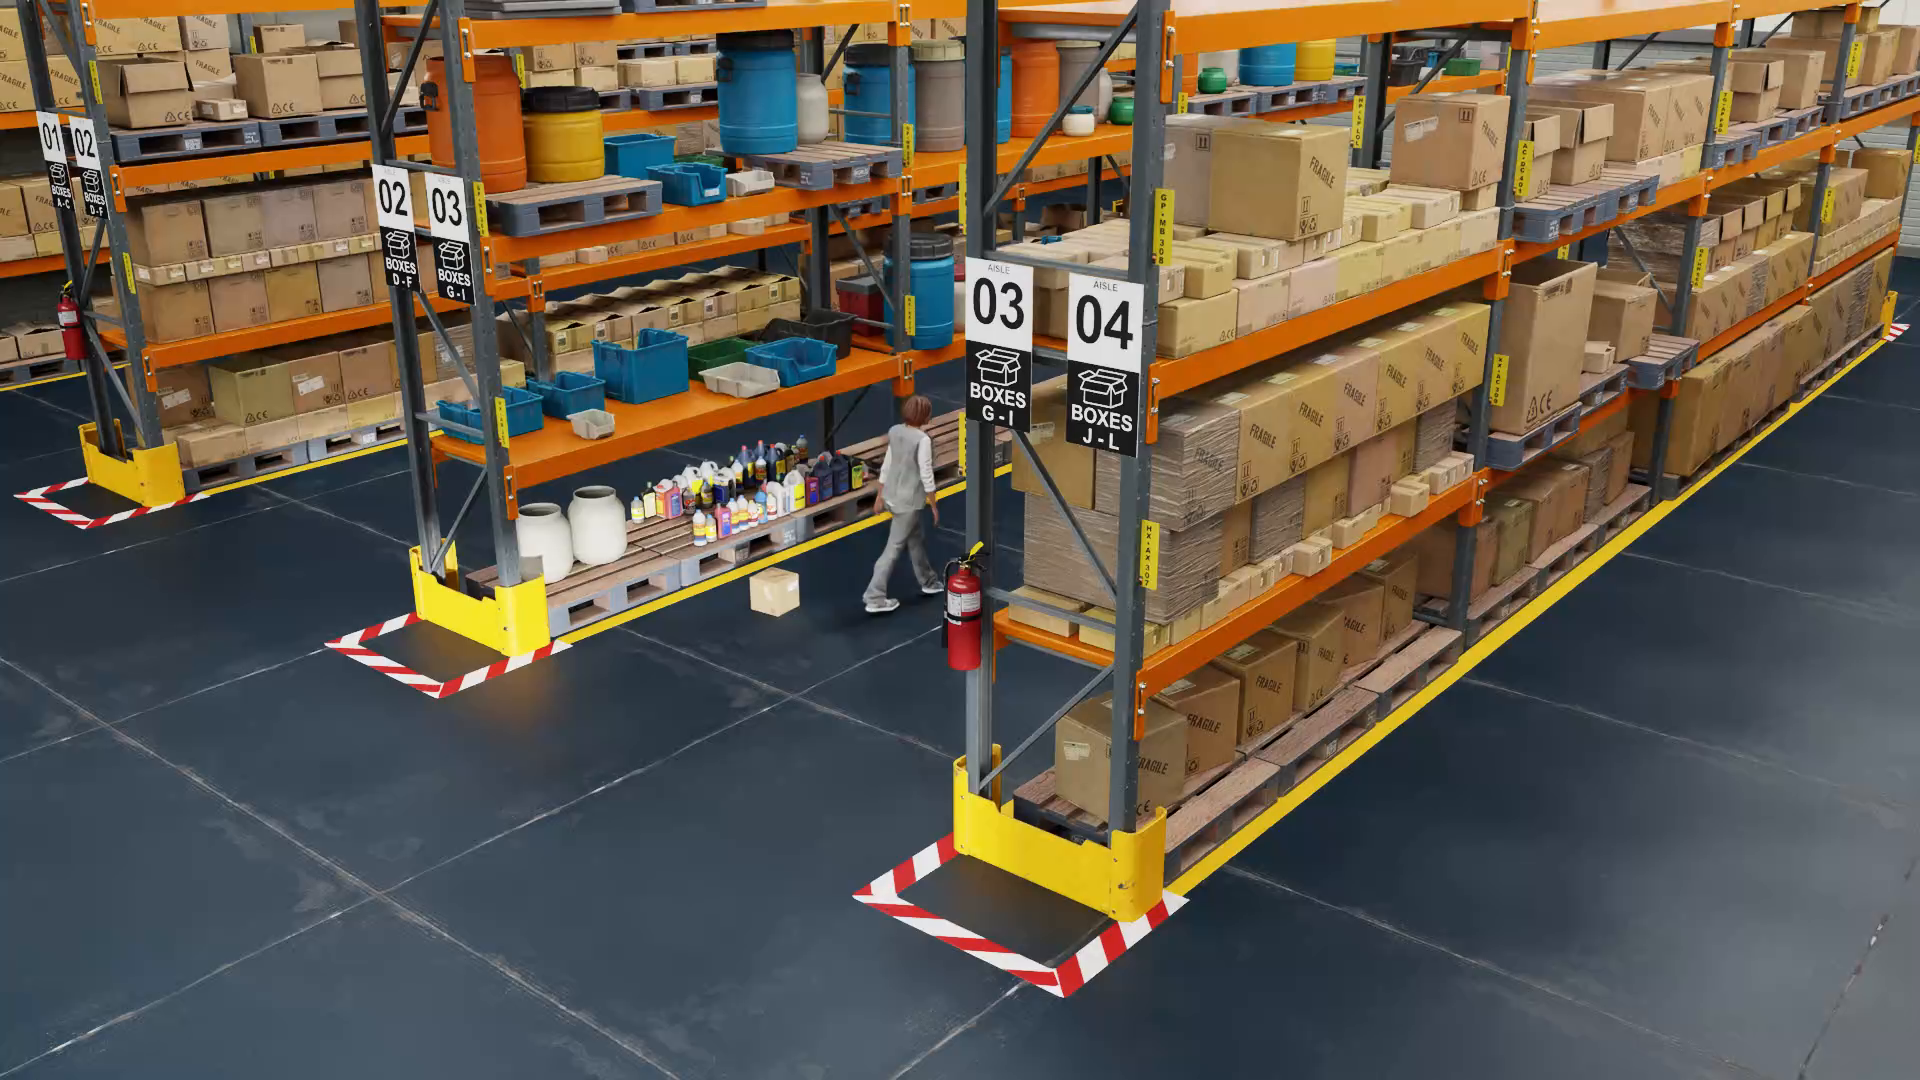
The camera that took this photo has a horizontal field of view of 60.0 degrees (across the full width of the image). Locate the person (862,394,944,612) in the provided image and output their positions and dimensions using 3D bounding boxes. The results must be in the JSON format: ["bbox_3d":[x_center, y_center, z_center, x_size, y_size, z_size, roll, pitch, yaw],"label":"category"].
[{"bbox_3d":[-0.347,-0.261,11.787,0.796,1.573,0.442,-13,24,-31],"label":"person"}]
